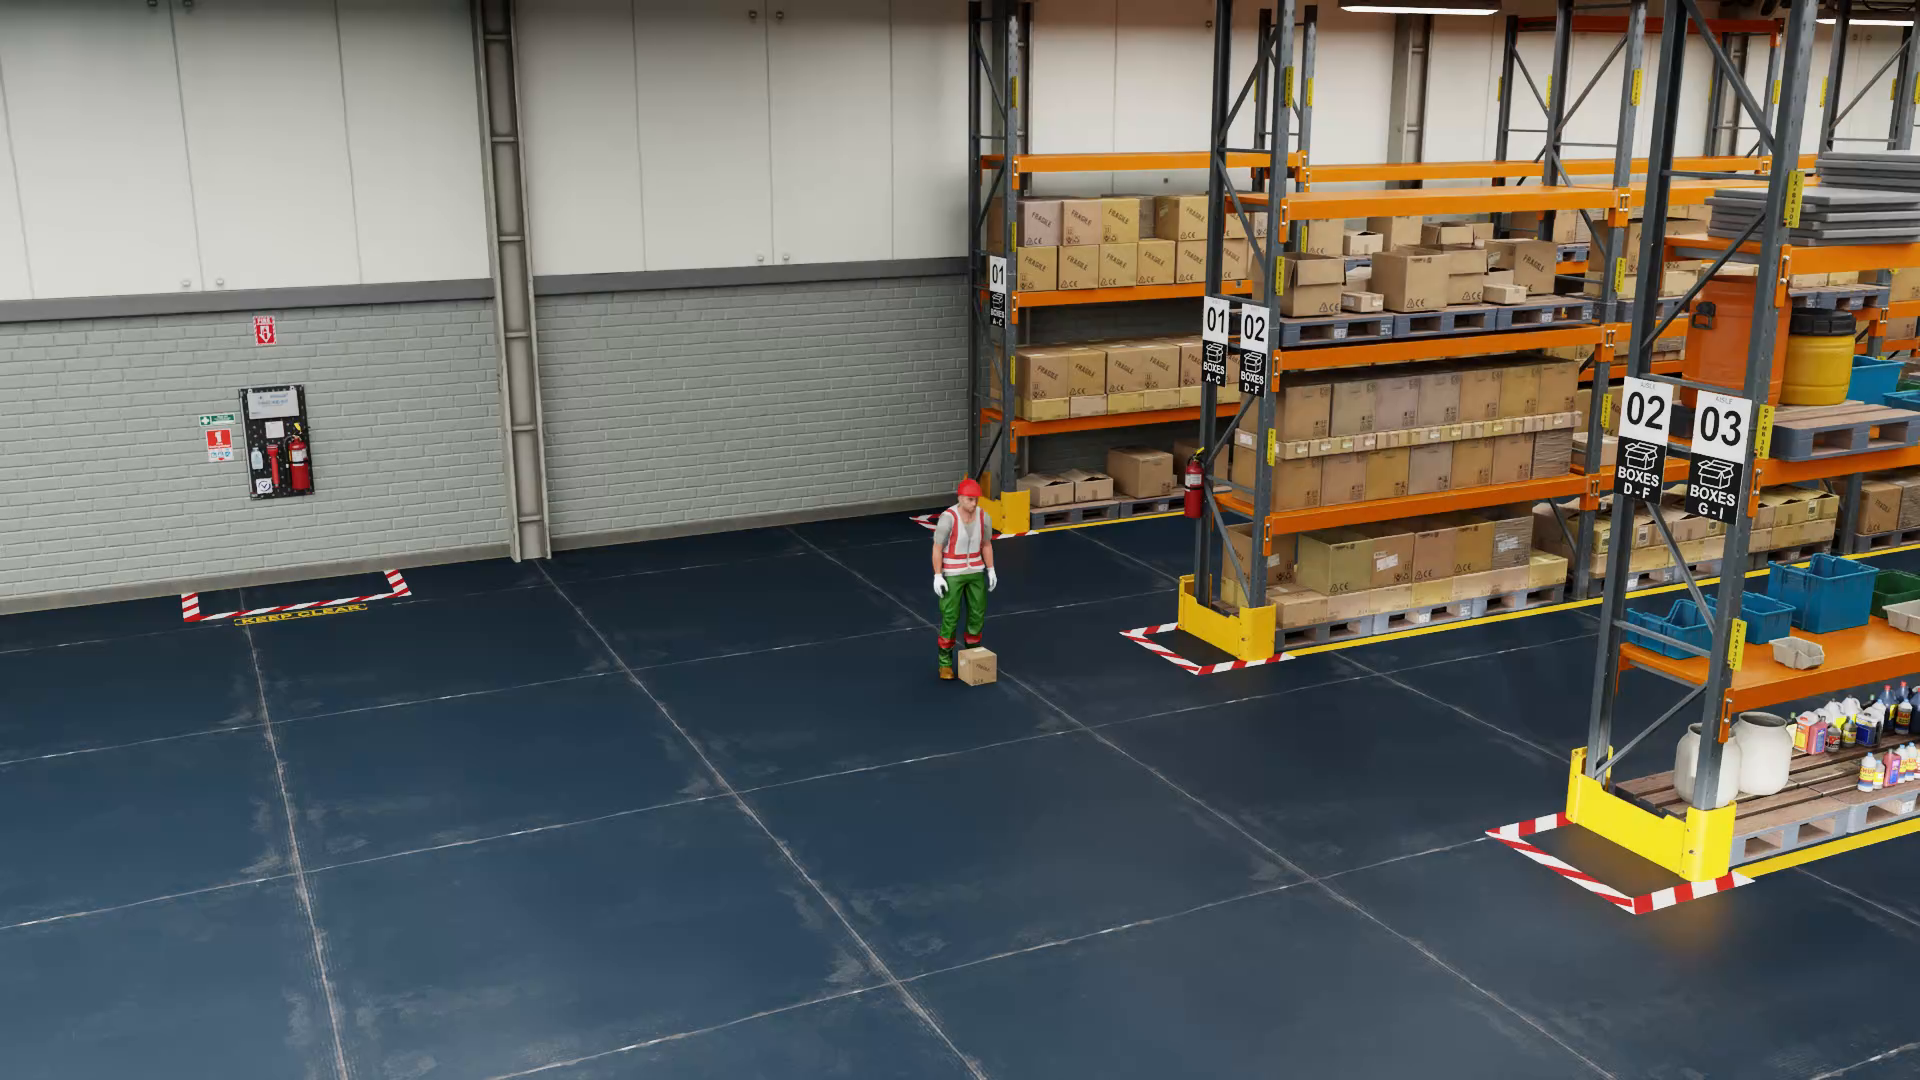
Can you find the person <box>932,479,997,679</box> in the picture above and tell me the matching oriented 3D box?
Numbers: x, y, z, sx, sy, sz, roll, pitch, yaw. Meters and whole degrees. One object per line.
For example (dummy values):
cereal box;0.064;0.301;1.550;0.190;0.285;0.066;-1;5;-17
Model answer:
person;0.038;0.322;14.627;0.610;1.780;0.448;-7;17;-25
